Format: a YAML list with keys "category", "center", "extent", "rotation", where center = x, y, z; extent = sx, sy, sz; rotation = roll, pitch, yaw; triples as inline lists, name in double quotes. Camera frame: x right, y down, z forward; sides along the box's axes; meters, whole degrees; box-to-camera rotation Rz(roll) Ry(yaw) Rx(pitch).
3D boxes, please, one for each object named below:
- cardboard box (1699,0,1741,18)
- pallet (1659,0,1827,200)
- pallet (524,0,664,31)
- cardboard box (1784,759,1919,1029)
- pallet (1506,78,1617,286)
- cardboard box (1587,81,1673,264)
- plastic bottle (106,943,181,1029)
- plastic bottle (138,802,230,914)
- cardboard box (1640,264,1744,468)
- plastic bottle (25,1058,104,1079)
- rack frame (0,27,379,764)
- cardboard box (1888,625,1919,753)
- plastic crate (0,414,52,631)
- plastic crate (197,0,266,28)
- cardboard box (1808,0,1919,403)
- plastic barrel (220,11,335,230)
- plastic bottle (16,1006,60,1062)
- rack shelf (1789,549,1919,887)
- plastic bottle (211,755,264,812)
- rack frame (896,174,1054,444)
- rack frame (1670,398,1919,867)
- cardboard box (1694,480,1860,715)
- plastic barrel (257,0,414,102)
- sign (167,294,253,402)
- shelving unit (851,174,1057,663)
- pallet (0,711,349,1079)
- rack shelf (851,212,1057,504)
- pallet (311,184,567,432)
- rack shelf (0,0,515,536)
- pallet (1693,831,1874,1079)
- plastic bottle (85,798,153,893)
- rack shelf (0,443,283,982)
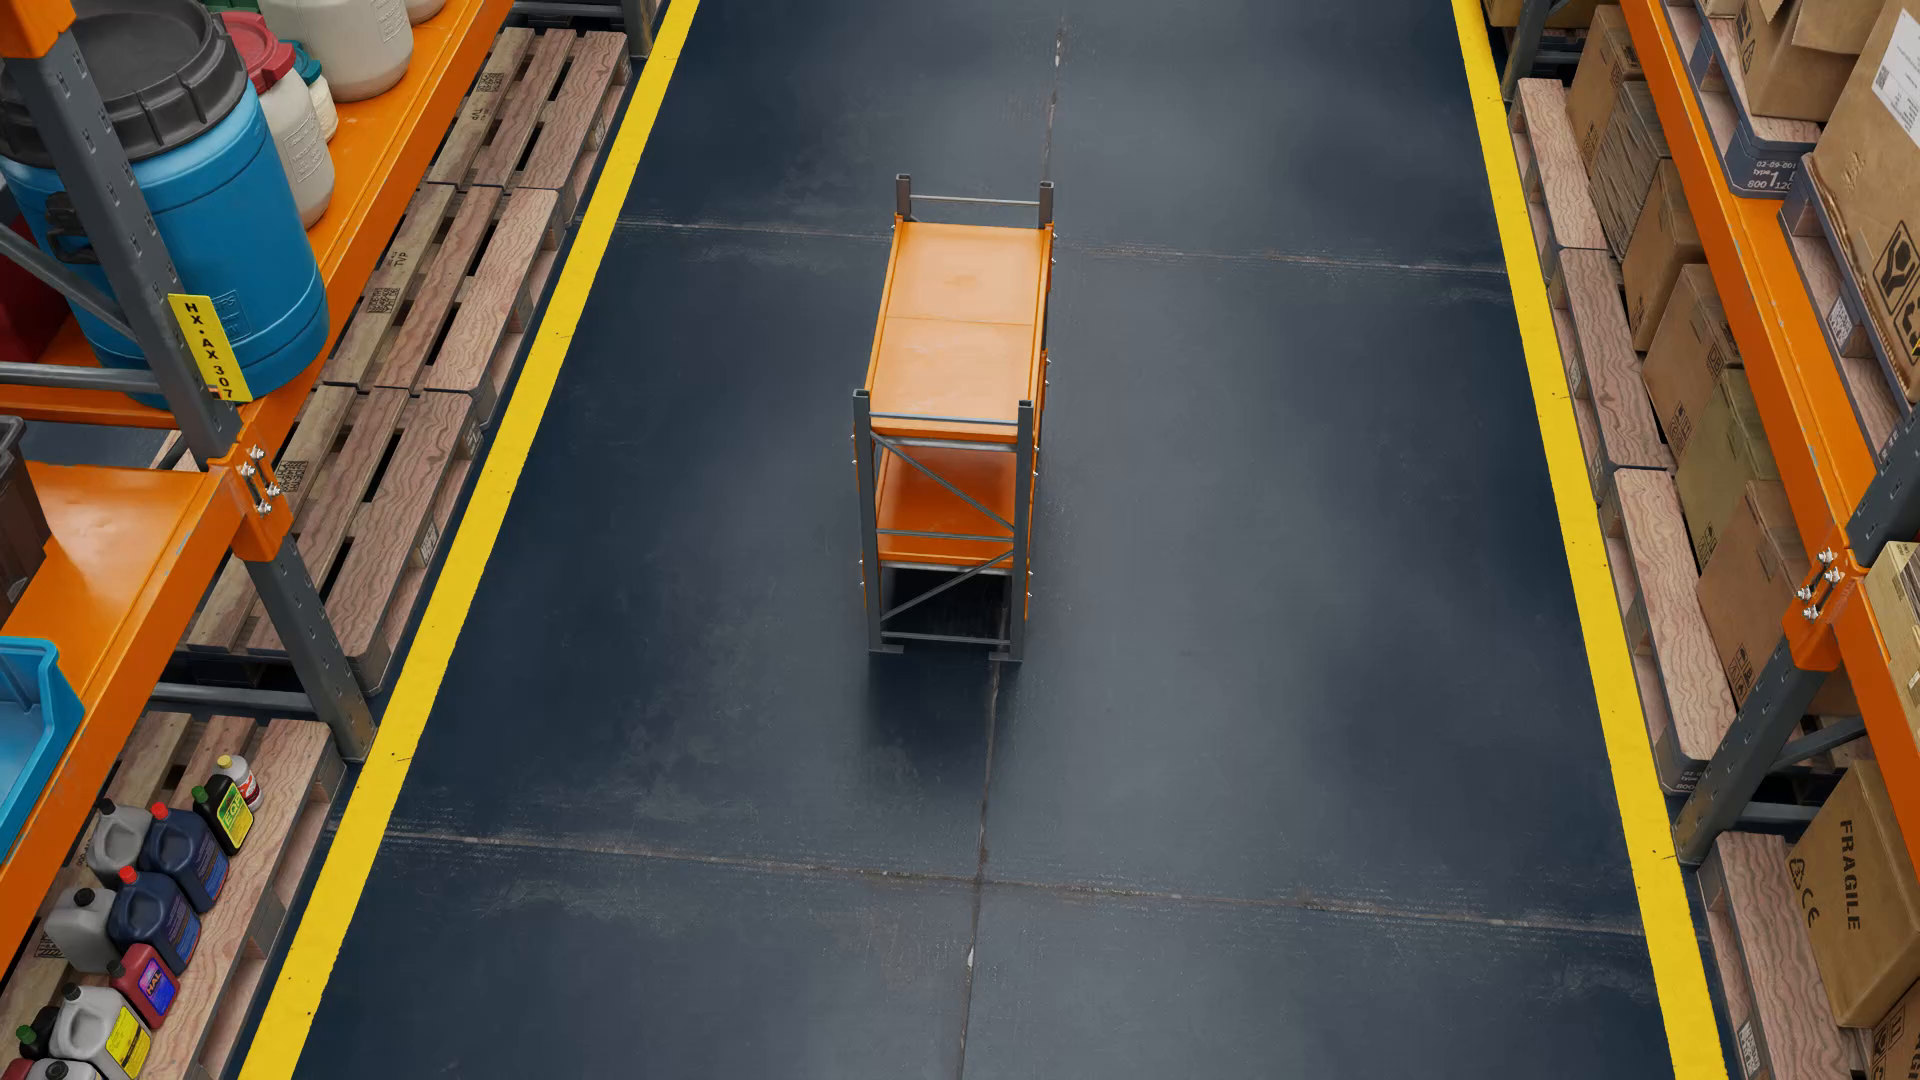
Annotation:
- category: "cardboard box"
  center: [2.592, -1.885, 5.258]
  extent: [0.500, 0.250, 0.500]
  rotation: [3, 48, 2]
- category: "pallet"
  center: [2.835, -1.488, 5.208]
  extent: [1.003, 0.211, 1.213]
  rotation: [4, 48, 4]
- category: "pallet"
  center: [-1.928, -2.984, 8.336]
  extent: [1.003, 0.211, 1.213]
  rotation: [4, 48, 4]
- category: "cardboard box"
  center: [2.533, 0.922, 4.283]
  extent: [0.500, 0.500, 0.500]
  rotation: [3, 48, 2]
- category: "pallet"
  center: [2.902, -1.495, 6.974]
  extent: [1.003, 0.211, 1.213]
  rotation: [4, 48, 4]
- category: "cardboard box"
  center: [2.895, -1.413, 6.405]
  extent: [0.700, 0.500, 0.500]
  rotation: [0, 48, 0]
- category: "plastic bottle"
  center: [-2.085, 1.121, 4.235]
  extent: [0.061, 0.283, 0.133]
  rotation: [7, 48, 6]
- category: "plastic bottle"
  center: [-2.094, 0.834, 4.451]
  extent: [0.144, 0.351, 0.185]
  rotation: [3, 48, 2]
- category: "cardboard box"
  center: [2.800, -0.586, 5.649]
  extent: [0.700, 0.500, 0.500]
  rotation: [0, 48, 0]
- category: "plastic bottle"
  center: [-2.160, 1.357, 4.024]
  extent: [0.152, 0.276, 0.135]
  rotation: [5, 48, 4]
- category: "rack frame"
  center: [-2.323, -0.404, 4.087]
  extent: [1.000, 3.000, 0.127]
  rotation: [4, 48, 4]
- category: "cardboard box"
  center: [2.255, 0.335, 3.581]
  extent: [0.380, 0.149, 0.250]
  rotation: [4, 48, 4]
- category: "plastic crate"
  center: [-2.497, -0.007, 3.766]
  extent: [0.767, 0.338, 0.504]
  rotation: [4, 48, 4]
- category: "plastic crate"
  center: [-2.445, -1.631, 5.353]
  extent: [0.450, 0.188, 0.662]
  rotation: [4, 48, 4]
- category: "cardboard box"
  center: [2.822, -0.989, 3.931]
  extent: [1.000, 1.000, 1.000]
  rotation: [4, 48, 4]
- category: "plastic barrel"
  center: [-2.017, -1.138, 4.666]
  extent: [0.433, 0.535, 0.433]
  rotation: [0, 48, 0]
- category: "plastic bottle"
  center: [-2.246, 1.247, 4.119]
  extent: [0.061, 0.283, 0.133]
  rotation: [4, 48, 4]
- category: "rack shelf"
  center: [2.427, 1.642, 2.703]
  extent: [1.077, 0.370, 4.000]
  rotation: [4, 48, 4]
- category: "plastic bottle"
  center: [-2.045, 0.680, 4.694]
  extent: [0.097, 0.201, 0.097]
  rotation: [0, 48, 0]
- category: "rack frame"
  center: [0.047, -0.758, 5.681]
  extent: [0.500, 1.125, 0.032]
  rotation: [4, 48, 4]
- category: "rack frame"
  center: [2.610, -0.071, 3.782]
  extent: [1.000, 3.000, 0.127]
  rotation: [4, 48, 4]
- category: "cardboard box"
  center: [2.687, 0.175, 4.953]
  extent: [0.700, 0.500, 0.500]
  rotation: [1, 48, 1]
- category: "plastic barrel"
  center: [-1.950, -1.677, 5.159]
  extent: [0.433, 0.535, 0.433]
  rotation: [0, 48, 0]
- category: "sign"
  center: [-1.776, -0.452, 3.943]
  extent: [0.100, 0.325, 0.005]
  rotation: [4, 48, 4]
- category: "shelving unit"
  center: [0.001, -0.385, 5.339]
  extent: [0.538, 1.125, 1.048]
  rotation: [4, 48, 4]
- category: "pallet"
  center: [-2.425, 1.028, 4.667]
  extent: [1.003, 0.211, 1.213]
  rotation: [4, 48, 4]
- category: "rack shelf"
  center: [0.001, -0.582, 5.123]
  extent: [0.538, 0.278, 1.000]
  rotation: [4, 48, 4]
- category: "pallet"
  center: [-2.181, -0.941, 6.468]
  extent: [1.003, 0.211, 1.213]
  rotation: [4, 48, 4]
- category: "rack shelf"
  center: [-2.140, -1.631, 5.696]
  extent: [1.077, 0.370, 4.000]
  rotation: [4, 48, 4]
- category: "pallet"
  center: [2.584, 1.366, 4.357]
  extent: [1.003, 0.211, 1.213]
  rotation: [4, 48, 4]
- category: "plastic bottle"
  center: [-2.238, 0.825, 4.460]
  extent: [0.144, 0.351, 0.185]
  rotation: [4, 48, 4]
- category: "rack shelf"
  center: [-2.505, 1.309, 3.008]
  extent: [1.077, 0.370, 4.000]
  rotation: [4, 48, 4]
